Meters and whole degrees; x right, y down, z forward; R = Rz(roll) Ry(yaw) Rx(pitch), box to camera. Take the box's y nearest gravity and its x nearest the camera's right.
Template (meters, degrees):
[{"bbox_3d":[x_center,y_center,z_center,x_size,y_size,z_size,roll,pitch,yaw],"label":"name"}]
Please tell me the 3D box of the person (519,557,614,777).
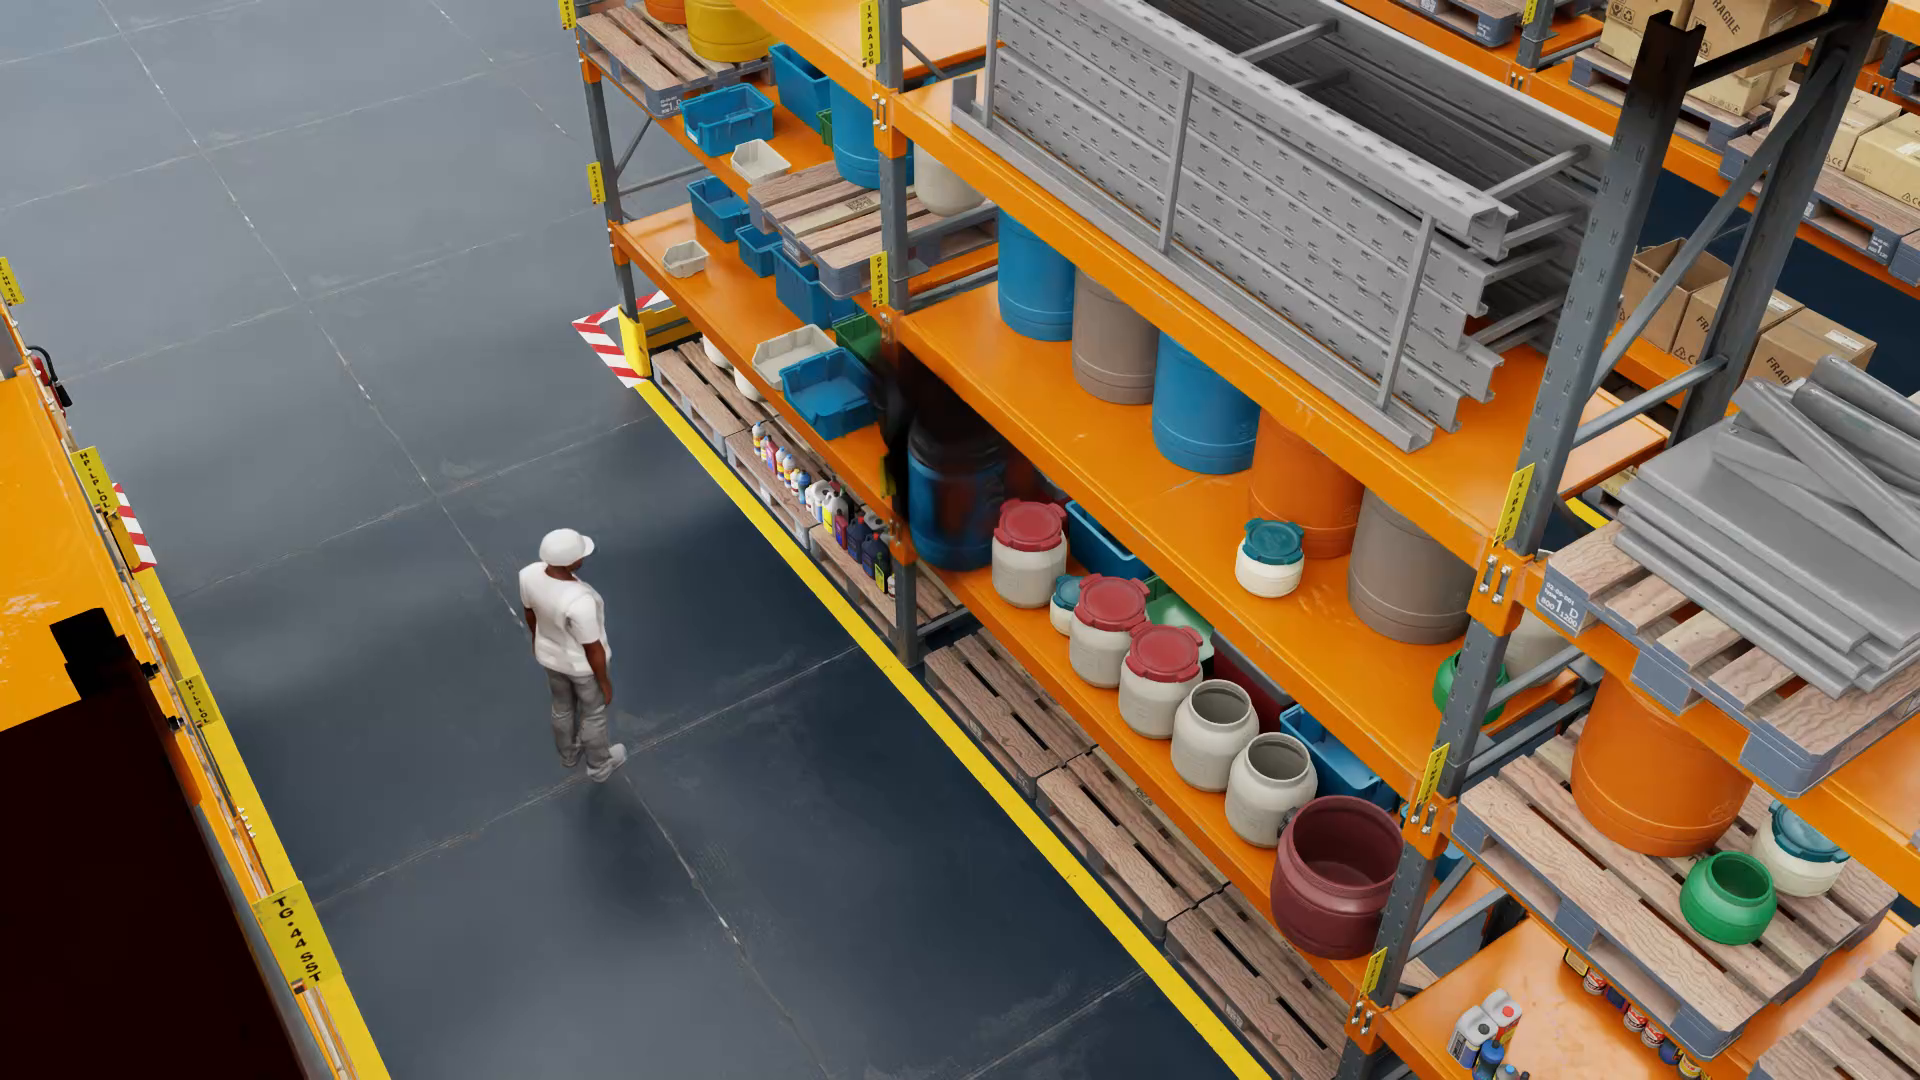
[{"bbox_3d":[-2.170,0.626,9.311,0.624,1.664,0.407,17,45,17],"label":"person"}]
